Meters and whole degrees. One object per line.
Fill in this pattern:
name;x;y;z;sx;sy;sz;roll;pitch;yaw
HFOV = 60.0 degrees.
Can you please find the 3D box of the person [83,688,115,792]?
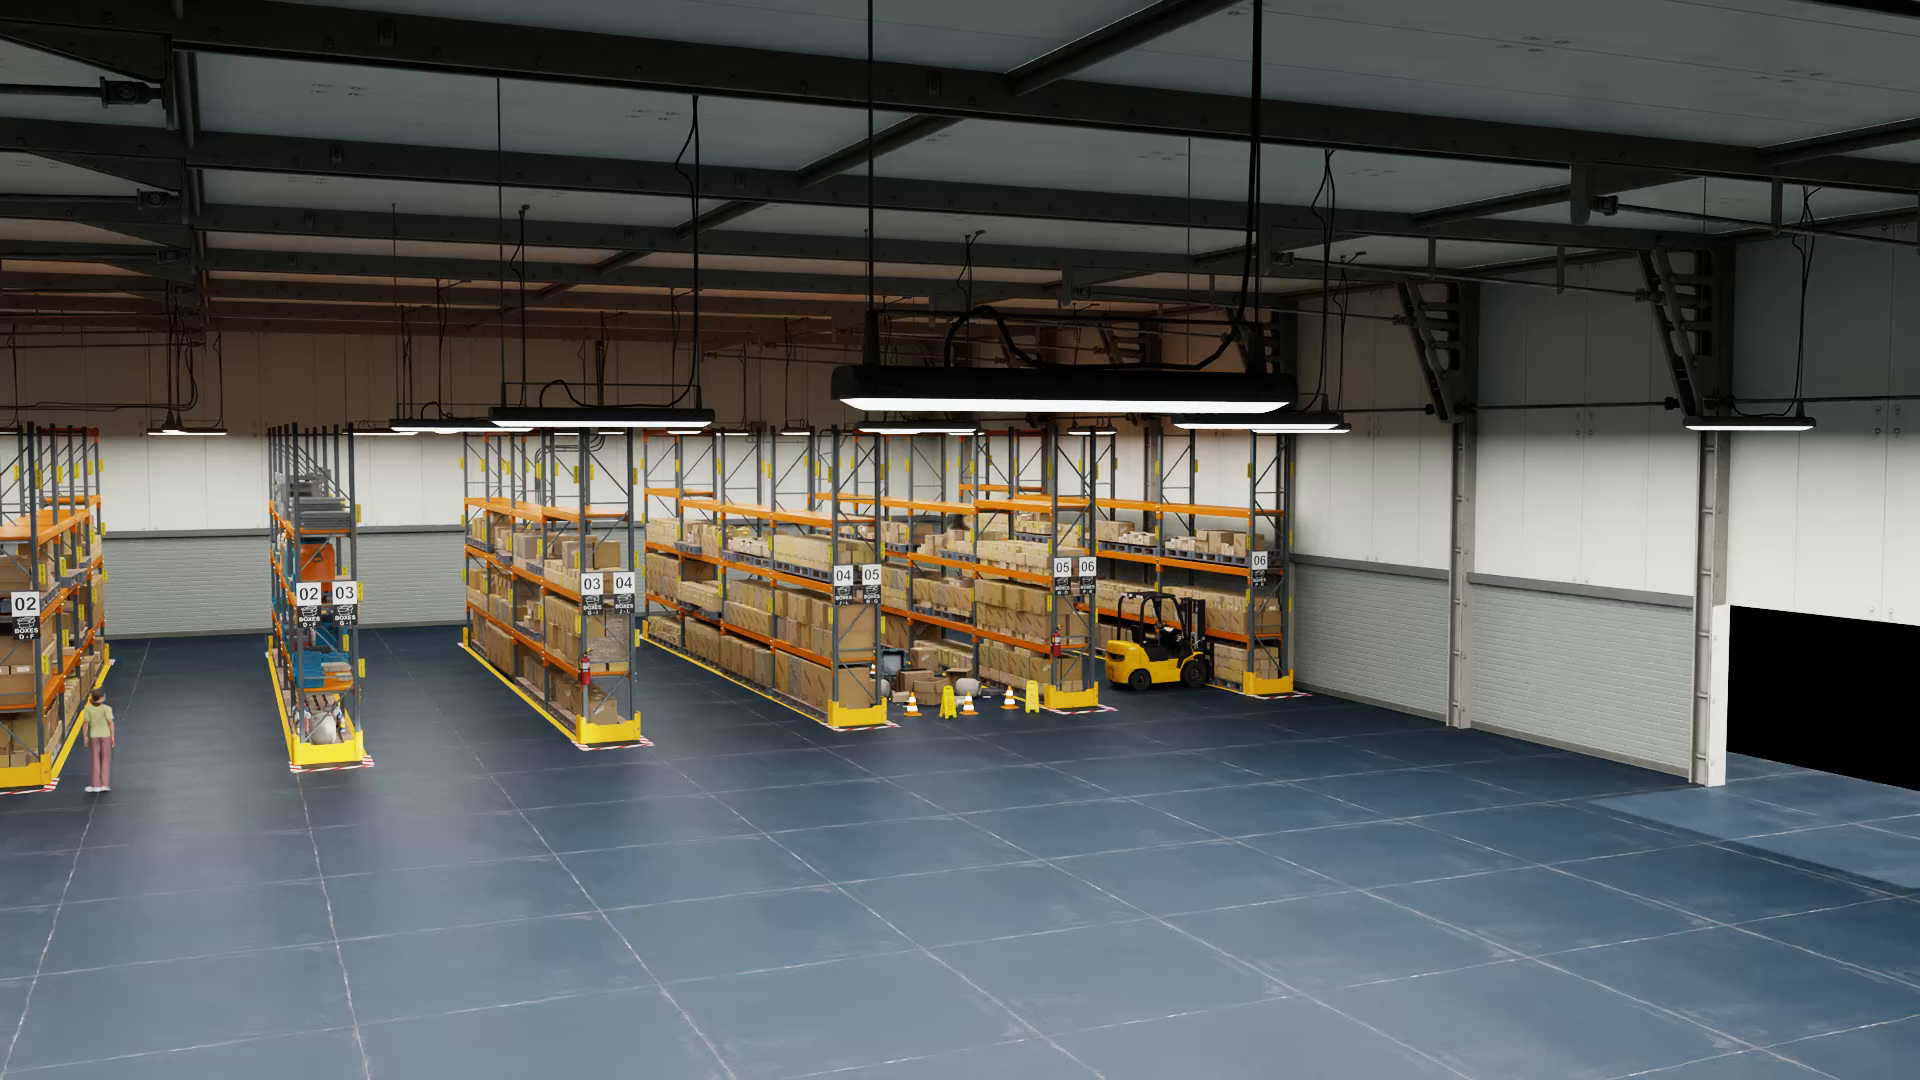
person;-13.953;3.244;26.957;0.495;1.693;0.371;-1;4;-12
